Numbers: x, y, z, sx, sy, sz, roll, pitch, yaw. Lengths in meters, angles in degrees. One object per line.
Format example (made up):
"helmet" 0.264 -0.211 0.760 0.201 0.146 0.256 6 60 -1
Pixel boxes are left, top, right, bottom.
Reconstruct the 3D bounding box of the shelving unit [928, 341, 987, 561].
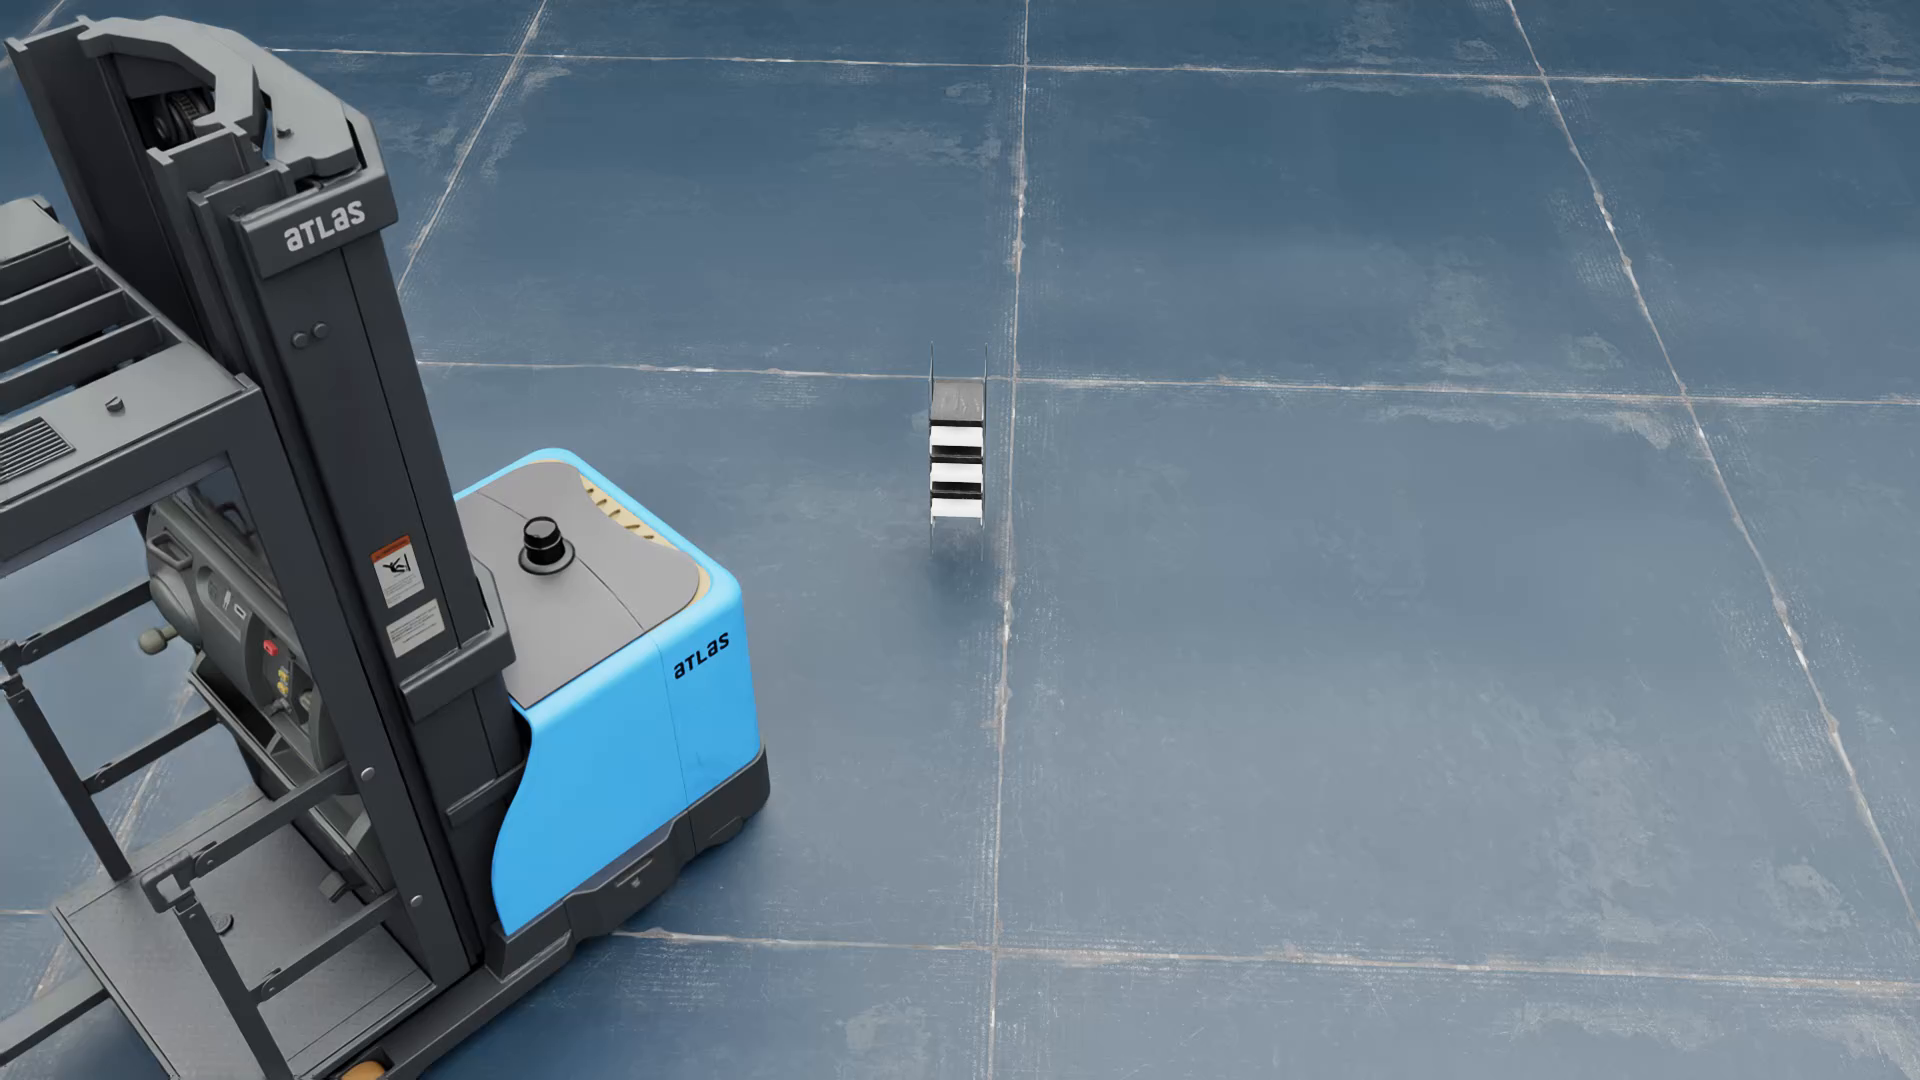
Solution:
"shelving unit" -0.008 -0.330 6.444 0.210 0.900 0.258 2 43 2

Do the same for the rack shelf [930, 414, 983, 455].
"rack shelf" -0.008 -0.437 6.344 0.200 0.077 0.258 2 43 2

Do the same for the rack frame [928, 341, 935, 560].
"rack frame" -0.110 -0.333 6.447 0.006 0.900 0.240 2 43 2

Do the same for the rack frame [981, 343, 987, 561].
"rack frame" 0.093 -0.326 6.440 0.006 0.900 0.240 2 43 2

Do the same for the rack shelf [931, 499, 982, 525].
"rack shelf" -0.008 -0.173 6.589 0.200 0.077 0.258 2 43 2

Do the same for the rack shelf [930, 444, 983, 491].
"rack shelf" -0.008 -0.305 6.466 0.200 0.077 0.258 2 43 2

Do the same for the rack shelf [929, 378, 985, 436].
"rack shelf" -0.008 -0.503 6.282 0.200 0.077 0.258 2 43 2

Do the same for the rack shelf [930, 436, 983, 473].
"rack shelf" -0.008 -0.371 6.405 0.200 0.077 0.258 2 43 2

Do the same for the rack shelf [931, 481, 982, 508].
"rack shelf" -0.008 -0.239 6.528 0.200 0.077 0.258 2 43 2

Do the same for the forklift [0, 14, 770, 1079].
"forklift" -2.046 0.326 4.250 1.130 2.935 3.031 34 53 31
